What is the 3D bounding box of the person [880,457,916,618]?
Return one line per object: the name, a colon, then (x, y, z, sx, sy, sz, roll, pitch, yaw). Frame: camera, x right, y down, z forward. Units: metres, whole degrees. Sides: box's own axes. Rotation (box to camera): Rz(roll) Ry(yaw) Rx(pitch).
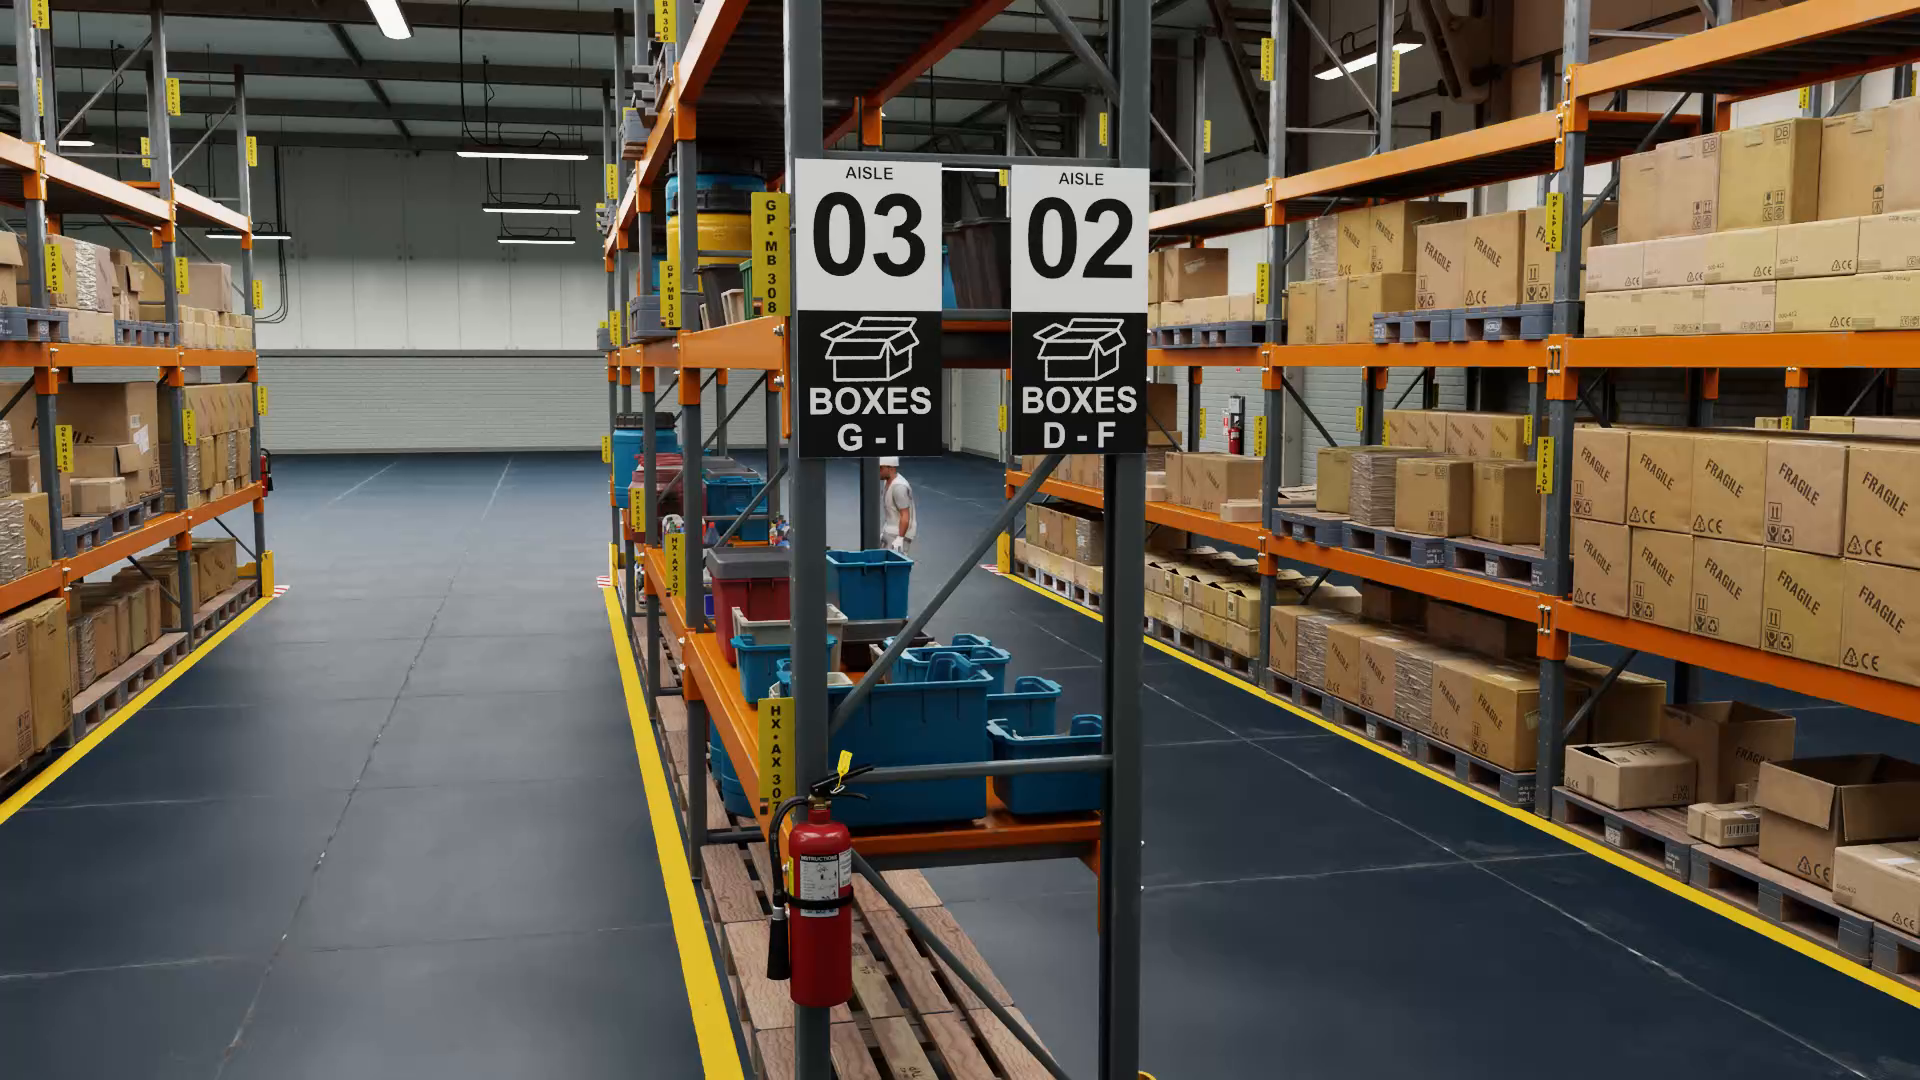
person: (-0.685, -0.012, 16.923, 0.445, 1.781, 0.590, -2, 6, -16)
